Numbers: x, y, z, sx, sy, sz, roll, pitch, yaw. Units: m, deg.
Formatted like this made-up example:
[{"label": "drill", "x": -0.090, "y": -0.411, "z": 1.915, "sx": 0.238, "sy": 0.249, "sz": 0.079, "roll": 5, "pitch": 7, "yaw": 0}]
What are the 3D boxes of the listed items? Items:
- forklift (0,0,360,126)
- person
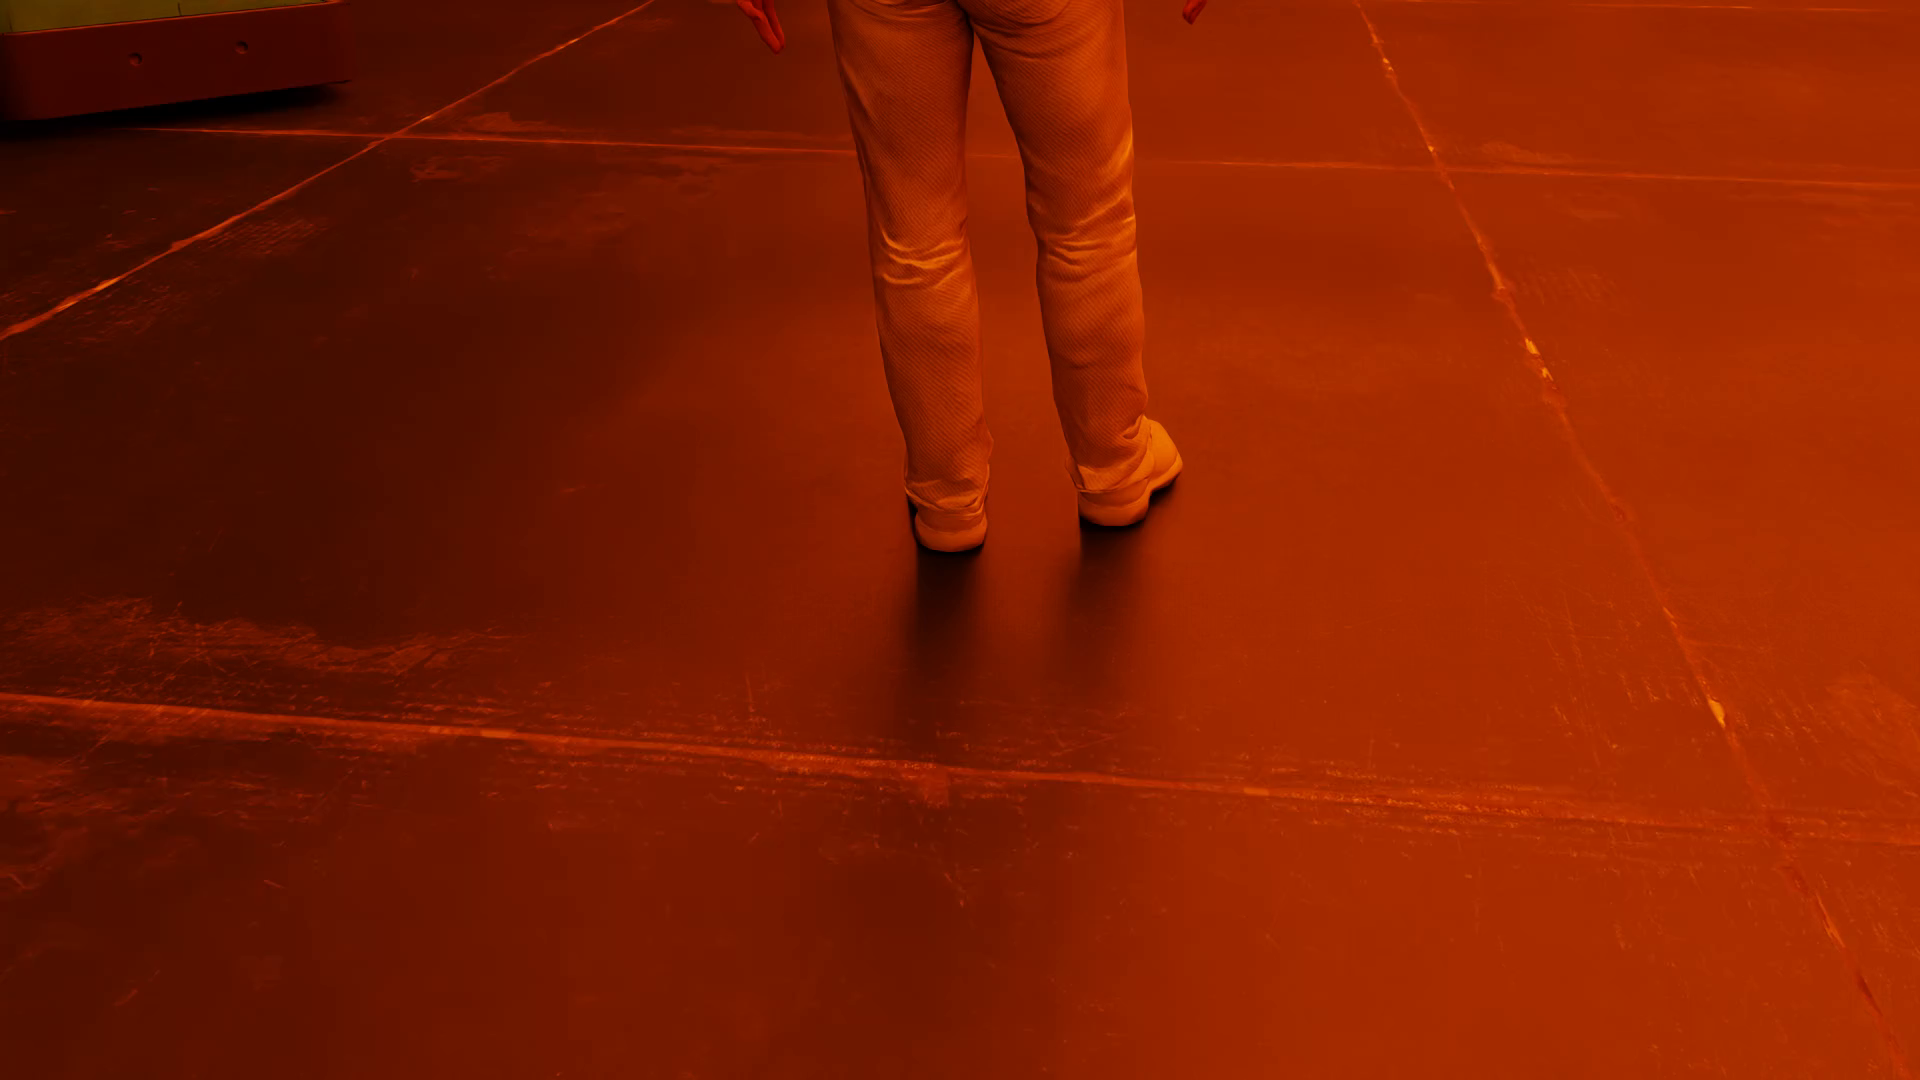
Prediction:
[{"label": "forklift", "x": -3.226, "y": -3.091, "z": 5.412, "sx": 1.130, "sy": 2.935, "sz": 3.031, "roll": -20, "pitch": 33, "yaw": -34}, {"label": "person", "x": 0.015, "y": -0.827, "z": 2.163, "sx": 0.665, "sy": 1.765, "sz": 0.577, "roll": 3, "pitch": 27, "yaw": 7}]
